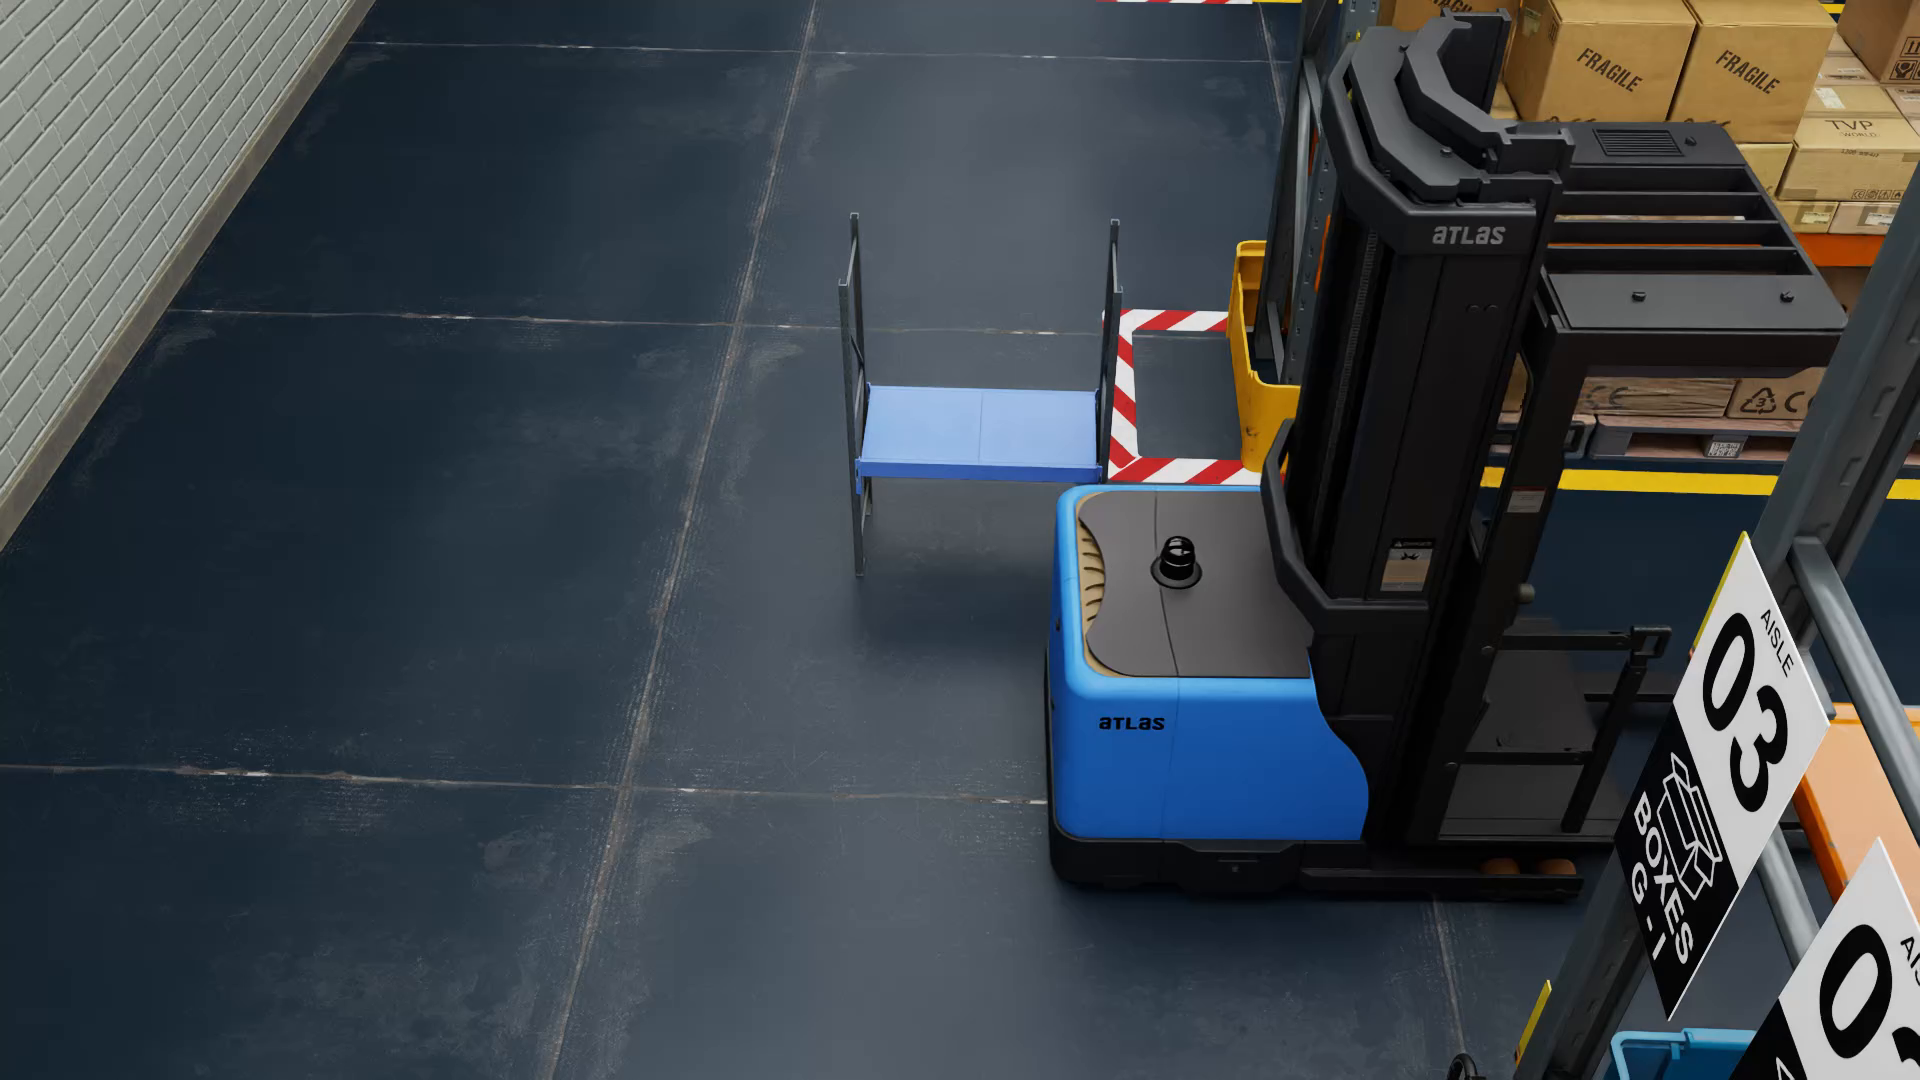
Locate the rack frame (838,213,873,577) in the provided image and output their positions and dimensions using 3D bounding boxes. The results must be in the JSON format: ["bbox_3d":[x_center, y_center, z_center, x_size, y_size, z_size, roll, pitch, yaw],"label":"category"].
[{"bbox_3d":[-0.423,-0.562,6.838,0.032,1.500,0.500,2,43,2],"label":"rack frame"}]

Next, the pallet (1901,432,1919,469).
[{"bbox_3d":[4.768,-0.736,7.970,1.213,0.211,1.003,2,43,2],"label":"pallet"}]

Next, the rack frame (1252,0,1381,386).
[{"bbox_3d":[1.528,-1.802,7.069,0.127,3.000,1.000,2,43,2],"label":"rack frame"}]

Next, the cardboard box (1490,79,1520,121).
[{"bbox_3d":[1.995,-1.657,6.806,0.500,0.250,0.500,1,43,1],"label":"cardboard box"}]

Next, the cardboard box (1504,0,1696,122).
[{"bbox_3d":[2.495,-1.916,6.534,0.500,0.500,0.500,1,43,1],"label":"cardboard box"}]

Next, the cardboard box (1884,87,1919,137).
[{"bbox_3d":[4.044,-1.598,6.742,0.500,0.250,0.500,3,43,3],"label":"cardboard box"}]

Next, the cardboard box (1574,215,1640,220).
[{"bbox_3d":[2.640,-1.453,6.879,0.250,0.149,0.380,1,43,1],"label":"cardboard box"}]

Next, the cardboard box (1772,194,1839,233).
[{"bbox_3d":[3.404,-1.428,6.852,0.250,0.149,0.380,1,43,1],"label":"cardboard box"}]

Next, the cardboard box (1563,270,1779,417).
[{"bbox_3d":[3.080,-1.185,7.658,0.875,0.875,0.875,2,43,2],"label":"cardboard box"}]

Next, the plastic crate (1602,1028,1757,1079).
[{"bbox_3d":[1.648,1.419,3.542,0.499,0.435,0.616,2,43,2],"label":"plastic crate"}]

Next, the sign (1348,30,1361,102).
[{"bbox_3d":[1.497,-1.770,6.342,0.005,0.325,0.100,2,43,2],"label":"sign"}]

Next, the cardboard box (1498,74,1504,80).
[{"bbox_3d":[2.024,-2.022,7.197,0.500,0.250,0.500,1,43,1],"label":"cardboard box"}]

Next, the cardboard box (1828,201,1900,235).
[{"bbox_3d":[3.666,-1.421,6.845,0.250,0.149,0.380,2,43,3],"label":"cardboard box"}]

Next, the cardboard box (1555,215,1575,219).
[{"bbox_3d":[2.380,-1.460,6.886,0.250,0.149,0.380,1,43,1],"label":"cardboard box"}]

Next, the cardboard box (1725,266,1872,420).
[{"bbox_3d":[3.969,-1.158,7.628,0.875,0.875,0.875,2,43,2],"label":"cardboard box"}]

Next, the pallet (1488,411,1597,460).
[{"bbox_3d":[2.330,-0.810,8.051,1.213,0.211,1.003,2,43,2],"label":"pallet"}]

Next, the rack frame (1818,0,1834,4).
[{"bbox_3d":[5.848,-5.054,10.560,0.127,3.000,1.000,2,43,2],"label":"rack frame"}]

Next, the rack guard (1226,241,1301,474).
[{"bbox_3d":[1.504,-0.888,7.922,0.348,0.500,1.175,2,43,2],"label":"rack guard"}]

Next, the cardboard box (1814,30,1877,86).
[{"bbox_3d":[3.560,-1.977,7.149,0.500,0.250,0.500,2,43,2],"label":"cardboard box"}]

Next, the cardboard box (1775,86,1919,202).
[{"bbox_3d":[3.538,-1.616,6.761,0.500,0.250,0.500,1,43,1],"label":"cardboard box"}]

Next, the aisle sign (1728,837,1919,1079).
[{"bbox_3d":[1.220,0.819,2.348,0.004,0.787,0.394,2,43,2],"label":"aisle sign"}]

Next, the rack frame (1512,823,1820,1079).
[{"bbox_3d":[1.305,1.571,3.449,0.127,3.000,1.000,2,43,2],"label":"rack frame"}]

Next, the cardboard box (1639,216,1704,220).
[{"bbox_3d":[2.894,-1.444,6.869,0.250,0.149,0.380,1,43,1],"label":"cardboard box"}]

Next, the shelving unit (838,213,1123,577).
[{"bbox_3d":[0.085,-0.546,6.821,1.048,1.500,0.538,2,43,2],"label":"shelving unit"}]

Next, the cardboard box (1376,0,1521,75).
[{"bbox_3d":[2.026,-2.294,6.939,0.500,0.500,0.500,2,43,2],"label":"cardboard box"}]

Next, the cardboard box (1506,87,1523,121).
[{"bbox_3d":[2.515,-1.646,6.793,0.500,0.250,0.500,1,43,1],"label":"cardboard box"}]

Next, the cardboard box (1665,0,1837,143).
[{"bbox_3d":[3.013,-1.905,6.521,0.500,0.500,0.500,1,43,1],"label":"cardboard box"}]

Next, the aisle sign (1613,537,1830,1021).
[{"bbox_3d":[1.246,0.418,2.779,0.004,0.787,0.394,2,43,2],"label":"aisle sign"}]

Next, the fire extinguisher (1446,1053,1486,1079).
[{"bbox_3d":[1.175,1.421,3.939,0.183,0.674,0.296,2,43,2],"label":"fire extinguisher"}]

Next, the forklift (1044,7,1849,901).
[{"bbox_3d":[1.844,-0.149,5.345,3.031,2.935,1.130,0,43,0],"label":"forklift"}]

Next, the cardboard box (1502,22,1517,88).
[{"bbox_3d":[2.531,-2.006,7.180,0.500,0.250,0.500,1,43,1],"label":"cardboard box"}]

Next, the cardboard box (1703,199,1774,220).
[{"bbox_3d":[3.152,-1.437,6.861,0.250,0.149,0.380,1,43,1],"label":"cardboard box"}]

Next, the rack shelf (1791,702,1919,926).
[{"bbox_3d":[3.303,0.798,2.606,4.000,0.370,1.077,2,43,2],"label":"rack shelf"}]

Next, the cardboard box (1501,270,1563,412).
[{"bbox_3d":[2.171,-1.213,7.688,0.875,0.875,0.875,2,43,2],"label":"cardboard box"}]

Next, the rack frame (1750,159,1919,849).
[{"bbox_3d":[1.305,-0.624,1.404,0.127,3.000,1.000,2,43,2],"label":"rack frame"}]

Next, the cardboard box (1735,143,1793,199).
[{"bbox_3d":[3.017,-1.628,6.774,0.500,0.250,0.500,0,43,0],"label":"cardboard box"}]

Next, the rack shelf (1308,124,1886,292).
[{"bbox_3d":[3.526,-1.477,7.248,4.000,0.370,1.077,2,43,2],"label":"rack shelf"}]

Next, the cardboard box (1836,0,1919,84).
[{"bbox_3d":[4.045,-2.230,6.870,0.500,0.500,0.500,1,43,1],"label":"cardboard box"}]

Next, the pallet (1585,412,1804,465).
[{"bbox_3d":[3.546,-0.771,8.008,1.213,0.211,1.003,2,43,2],"label":"pallet"}]

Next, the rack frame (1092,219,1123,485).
[{"bbox_3d":[0.593,-0.531,6.805,0.032,1.500,0.500,2,43,2],"label":"rack frame"}]

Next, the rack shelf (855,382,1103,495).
[{"bbox_3d":[0.085,-0.415,6.944,1.000,0.185,0.538,2,43,2],"label":"rack shelf"}]

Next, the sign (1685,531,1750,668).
[{"bbox_3d":[1.313,0.136,2.865,0.005,0.325,0.100,2,43,2],"label":"sign"}]

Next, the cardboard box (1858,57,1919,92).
[{"bbox_3d":[4.052,-1.957,7.127,0.500,0.250,0.500,3,43,3],"label":"cardboard box"}]

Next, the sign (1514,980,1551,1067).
[{"bbox_3d":[1.313,1.136,3.796,0.005,0.325,0.100,2,43,2],"label":"sign"}]
